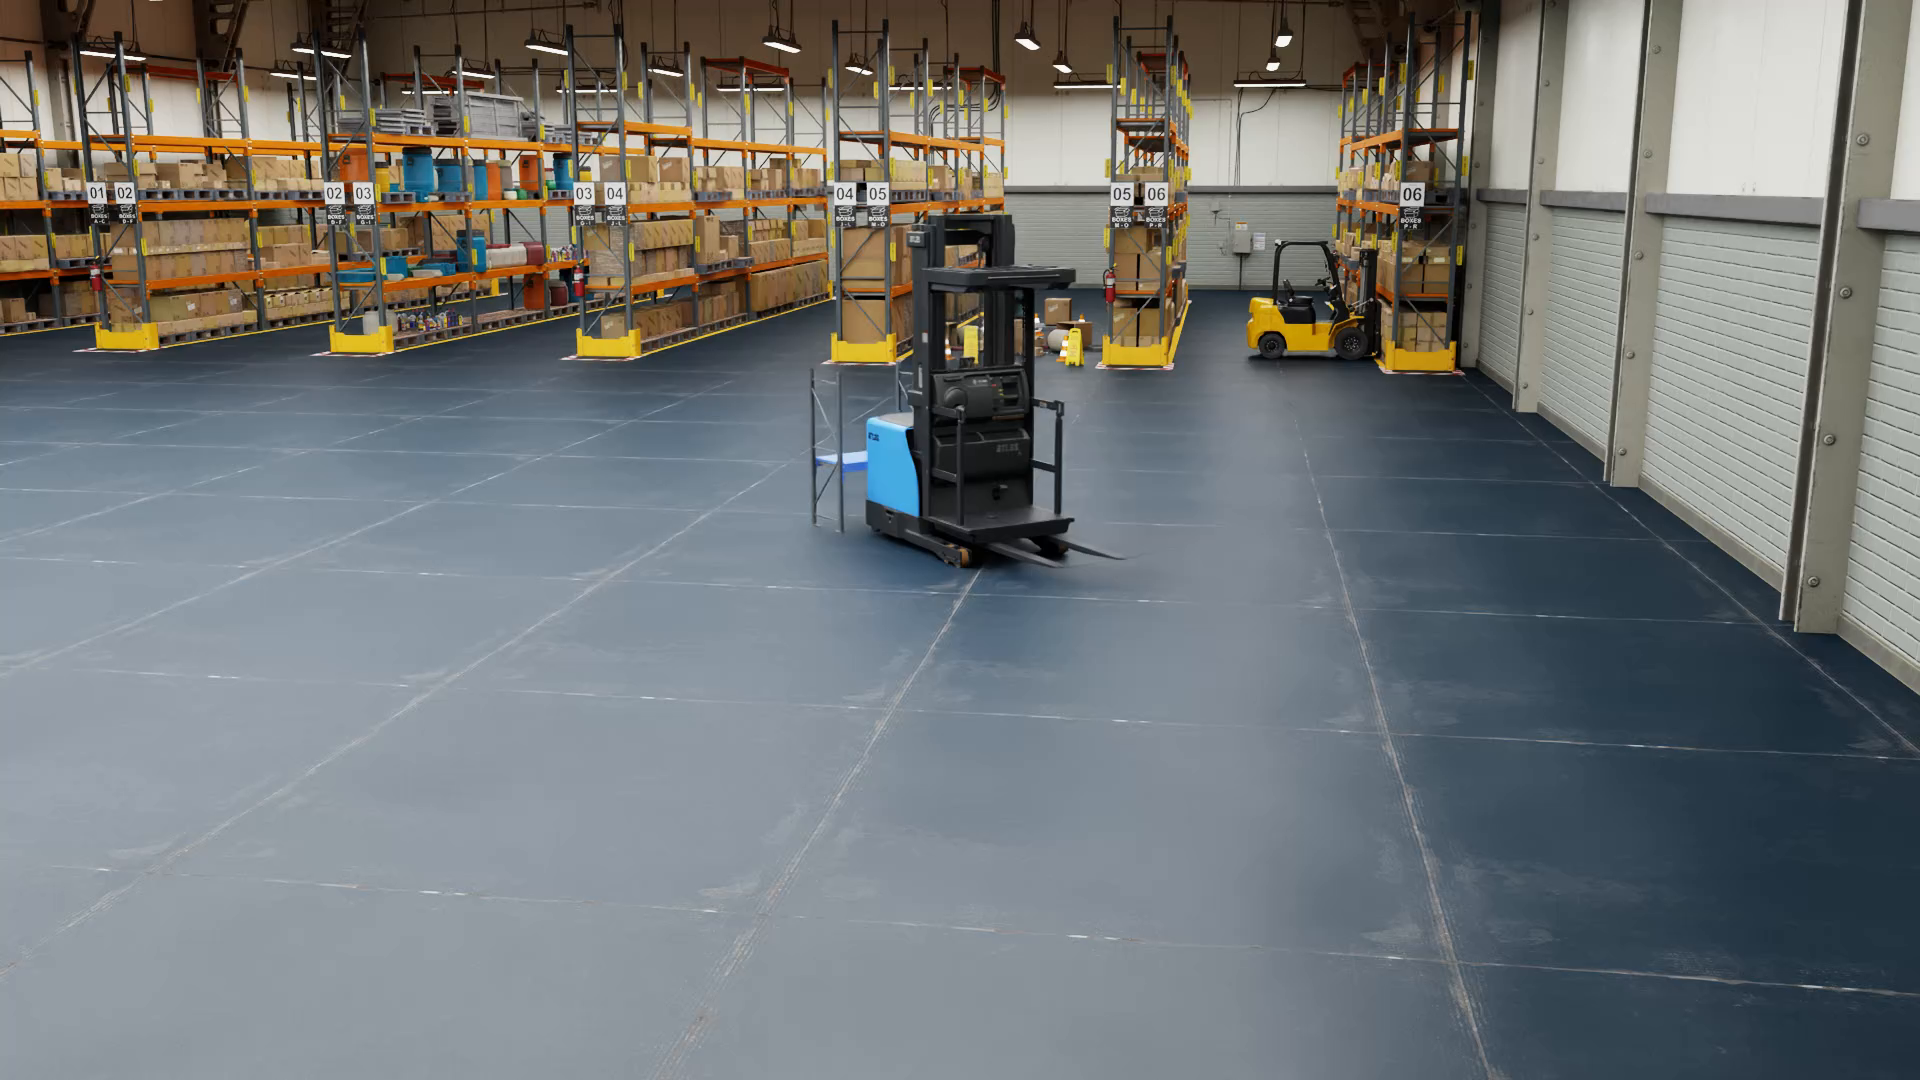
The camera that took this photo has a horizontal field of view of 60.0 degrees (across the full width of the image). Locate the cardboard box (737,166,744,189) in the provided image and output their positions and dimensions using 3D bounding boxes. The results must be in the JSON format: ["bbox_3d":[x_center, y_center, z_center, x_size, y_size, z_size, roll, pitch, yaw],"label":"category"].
[{"bbox_3d":[-5.239,-8.261,37.917,0.500,0.500,0.500,2,12,10],"label":"cardboard box"}]

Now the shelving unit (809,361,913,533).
[{"bbox_3d":[-0.858,-0.907,15.900,1.048,1.500,0.538,-10,15,-38],"label":"shelving unit"}]

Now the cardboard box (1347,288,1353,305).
[{"bbox_3d":[9.531,-5.739,39.696,0.500,0.500,0.500,2,12,8],"label":"cardboard box"}]

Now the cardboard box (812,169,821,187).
[{"bbox_3d":[-4.209,-9.933,45.630,0.700,0.500,0.500,1,12,5],"label":"cardboard box"}]

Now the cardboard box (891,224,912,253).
[{"bbox_3d":[-1.422,-5.893,32.557,0.875,0.550,0.550,2,12,9],"label":"cardboard box"}]

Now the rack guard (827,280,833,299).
[{"bbox_3d":[-4.179,-7.057,46.809,1.175,0.500,0.348,2,12,9],"label":"rack guard"}]

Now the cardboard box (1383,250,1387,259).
[{"bbox_3d":[8.135,-5.337,31.119,0.380,0.149,0.250,1,12,7],"label":"cardboard box"}]

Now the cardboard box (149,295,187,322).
[{"bbox_3d":[-16.054,-4.701,33.695,0.500,0.500,0.500,2,12,9],"label":"cardboard box"}]

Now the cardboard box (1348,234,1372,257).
[{"bbox_3d":[9.404,-6.850,38.679,0.700,0.500,0.500,2,12,8],"label":"cardboard box"}]

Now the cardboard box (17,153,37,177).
[{"bbox_3d":[-20.520,-8.158,36.206,0.500,0.500,0.500,1,12,4],"label":"cardboard box"}]

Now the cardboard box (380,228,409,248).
[{"bbox_3d":[-14.879,-7.926,43.673,0.700,0.500,0.500,-2,12,-10],"label":"cardboard box"}]

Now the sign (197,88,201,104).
[{"bbox_3d":[-16.354,-9.541,35.755,0.100,0.325,0.005,2,12,9],"label":"sign"}]

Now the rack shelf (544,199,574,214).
[{"bbox_3d":[-9.999,-8.300,41.231,1.077,0.370,4.000,2,12,9],"label":"rack shelf"}]

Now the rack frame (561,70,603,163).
[{"bbox_3d":[-9.691,-10.534,42.771,1.000,3.000,0.127,2,12,9],"label":"rack frame"}]

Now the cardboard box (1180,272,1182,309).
[{"bbox_3d":[4.847,-5.967,39.863,0.875,0.875,0.875,2,12,10],"label":"cardboard box"}]

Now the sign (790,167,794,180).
[{"bbox_3d":[-4.260,-9.299,42.183,0.100,0.325,0.005,2,12,9],"label":"sign"}]

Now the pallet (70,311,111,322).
[{"bbox_3d":[-20.407,-5.311,39.393,1.003,0.211,1.213,2,12,9],"label":"pallet"}]

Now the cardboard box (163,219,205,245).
[{"bbox_3d":[-16.109,-6.375,34.393,0.700,0.500,0.500,2,12,9],"label":"cardboard box"}]

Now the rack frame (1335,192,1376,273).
[{"bbox_3d":[10.515,-7.793,44.290,1.000,3.000,0.127,2,12,9],"label":"rack frame"}]

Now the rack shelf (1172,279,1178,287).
[{"bbox_3d":[4.072,-5.519,35.449,1.077,0.370,4.000,2,12,9],"label":"rack shelf"}]

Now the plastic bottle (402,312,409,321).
[{"bbox_3d":[-11.550,-4.574,34.598,0.144,0.351,0.185,2,12,8],"label":"plastic bottle"}]

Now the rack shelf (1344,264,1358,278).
[{"bbox_3d":[9.592,-6.192,38.570,1.077,0.370,4.000,2,12,9],"label":"rack shelf"}]

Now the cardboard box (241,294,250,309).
[{"bbox_3d":[-16.037,-5.327,37.045,0.500,0.311,0.500,2,12,9],"label":"cardboard box"}]

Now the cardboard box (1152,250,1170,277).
[{"bbox_3d":[3.720,-5.226,31.437,0.500,0.500,0.500,2,12,7],"label":"cardboard box"}]

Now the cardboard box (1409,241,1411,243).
[{"bbox_3d":[8.839,-5.679,31.998,0.380,0.149,0.250,2,12,7],"label":"cardboard box"}]

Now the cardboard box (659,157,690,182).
[{"bbox_3d":[-5.845,-7.579,34.047,0.500,0.500,0.500,2,12,7],"label":"cardboard box"}]

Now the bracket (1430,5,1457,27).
[{"bbox_3d":[9.161,-9.904,31.303,0.076,0.066,4.783,2,12,9],"label":"bracket"}]

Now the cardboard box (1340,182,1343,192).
[{"bbox_3d":[10.028,-9.035,42.584,0.500,0.250,0.500,2,12,7],"label":"cardboard box"}]

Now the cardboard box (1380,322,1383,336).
[{"bbox_3d":[7.967,-3.891,30.529,0.500,0.250,0.500,2,12,7],"label":"cardboard box"}]

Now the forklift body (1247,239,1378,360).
[{"bbox_3d":[6.543,-4.501,31.030,2.313,2.155,1.214,2,12,9],"label":"forklift body"}]

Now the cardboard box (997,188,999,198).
[{"bbox_3d":[0.734,-9.173,43.928,0.500,0.250,0.500,2,12,11],"label":"cardboard box"}]

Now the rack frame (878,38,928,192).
[{"bbox_3d":[-1.142,-8.527,33.456,1.000,3.000,0.127,2,12,9],"label":"rack frame"}]

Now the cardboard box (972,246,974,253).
[{"bbox_3d":[0.143,-7.147,40.893,0.380,0.149,0.250,2,12,8],"label":"cardboard box"}]

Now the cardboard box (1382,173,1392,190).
[{"bbox_3d":[8.301,-6.806,31.570,0.500,0.311,0.500,2,12,10],"label":"cardboard box"}]

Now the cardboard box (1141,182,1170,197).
[{"bbox_3d":[3.490,-6.257,29.691,0.500,0.250,0.500,2,12,8],"label":"cardboard box"}]

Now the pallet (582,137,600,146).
[{"bbox_3d":[-9.788,-10.073,42.029,1.003,0.211,1.213,2,12,9],"label":"pallet"}]

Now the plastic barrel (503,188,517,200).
[{"bbox_3d":[-10.272,-7.895,37.974,0.301,0.262,0.301,0,12,0],"label":"plastic barrel"}]

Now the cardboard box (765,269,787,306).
[{"bbox_3d":[-5.013,-6.288,41.354,1.225,0.875,0.875,1,12,7],"label":"cardboard box"}]

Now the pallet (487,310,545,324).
[{"bbox_3d":[-10.464,-5.246,39.091,1.003,0.211,1.213,2,12,9],"label":"pallet"}]

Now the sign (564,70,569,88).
[{"bbox_3d":[-7.188,-8.432,30.423,0.100,0.325,0.005,2,12,9],"label":"sign"}]

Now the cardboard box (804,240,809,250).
[{"bbox_3d":[-4.311,-7.814,44.038,0.500,0.250,0.500,2,12,10],"label":"cardboard box"}]

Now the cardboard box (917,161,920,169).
[{"bbox_3d":[-1.001,-7.338,32.530,0.380,0.149,0.250,2,12,10],"label":"cardboard box"}]

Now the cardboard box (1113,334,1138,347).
[{"bbox_3d":[3.011,-3.665,30.667,0.500,0.250,0.500,2,12,8],"label":"cardboard box"}]

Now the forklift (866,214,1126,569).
[{"bbox_3d":[0.297,-1.306,14.351,1.130,2.935,3.031,-7,14,-30],"label":"forklift"}]

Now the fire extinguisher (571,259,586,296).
[{"bbox_3d":[-7.116,-4.897,31.034,0.296,0.674,0.183,2,12,9],"label":"fire extinguisher"}]

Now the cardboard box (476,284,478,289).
[{"bbox_3d":[-13.962,-7.223,47.327,0.380,0.166,0.250,2,12,9],"label":"cardboard box"}]

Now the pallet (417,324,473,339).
[{"bbox_3d":[-11.066,-4.435,35.327,1.003,0.211,1.213,2,12,9],"label":"pallet"}]

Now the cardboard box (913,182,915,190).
[{"bbox_3d":[-1.077,-6.840,32.113,0.380,0.149,0.250,2,12,8],"label":"cardboard box"}]

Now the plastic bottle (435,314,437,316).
[{"bbox_3d":[-10.921,-4.571,34.743,0.061,0.283,0.133,2,12,9],"label":"plastic bottle"}]
